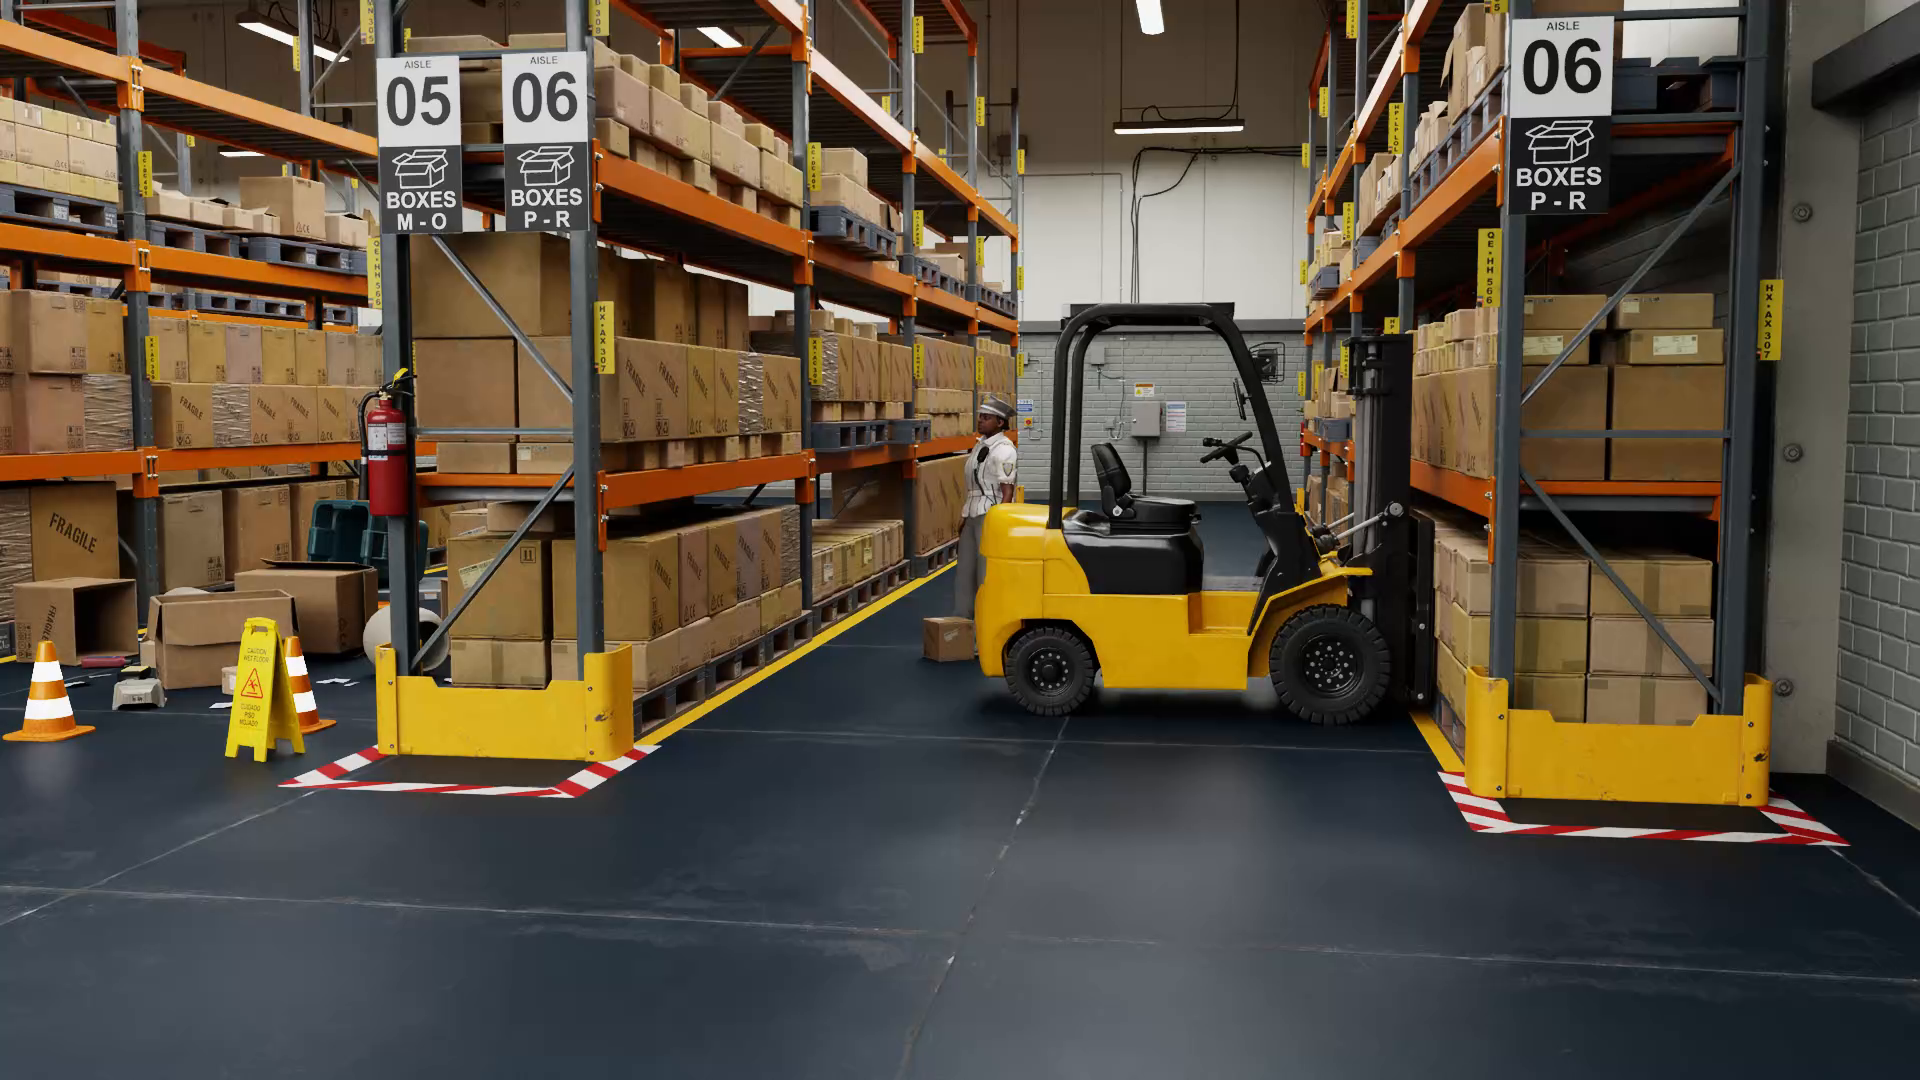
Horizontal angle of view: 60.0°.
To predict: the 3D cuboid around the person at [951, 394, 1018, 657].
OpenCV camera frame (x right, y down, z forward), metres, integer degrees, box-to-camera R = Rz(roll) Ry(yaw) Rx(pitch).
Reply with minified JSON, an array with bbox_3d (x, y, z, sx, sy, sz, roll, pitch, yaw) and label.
[{"bbox_3d":[0.099,-0.098,10.798,0.529,1.694,0.568,-2,5,-24],"label":"person"}]
